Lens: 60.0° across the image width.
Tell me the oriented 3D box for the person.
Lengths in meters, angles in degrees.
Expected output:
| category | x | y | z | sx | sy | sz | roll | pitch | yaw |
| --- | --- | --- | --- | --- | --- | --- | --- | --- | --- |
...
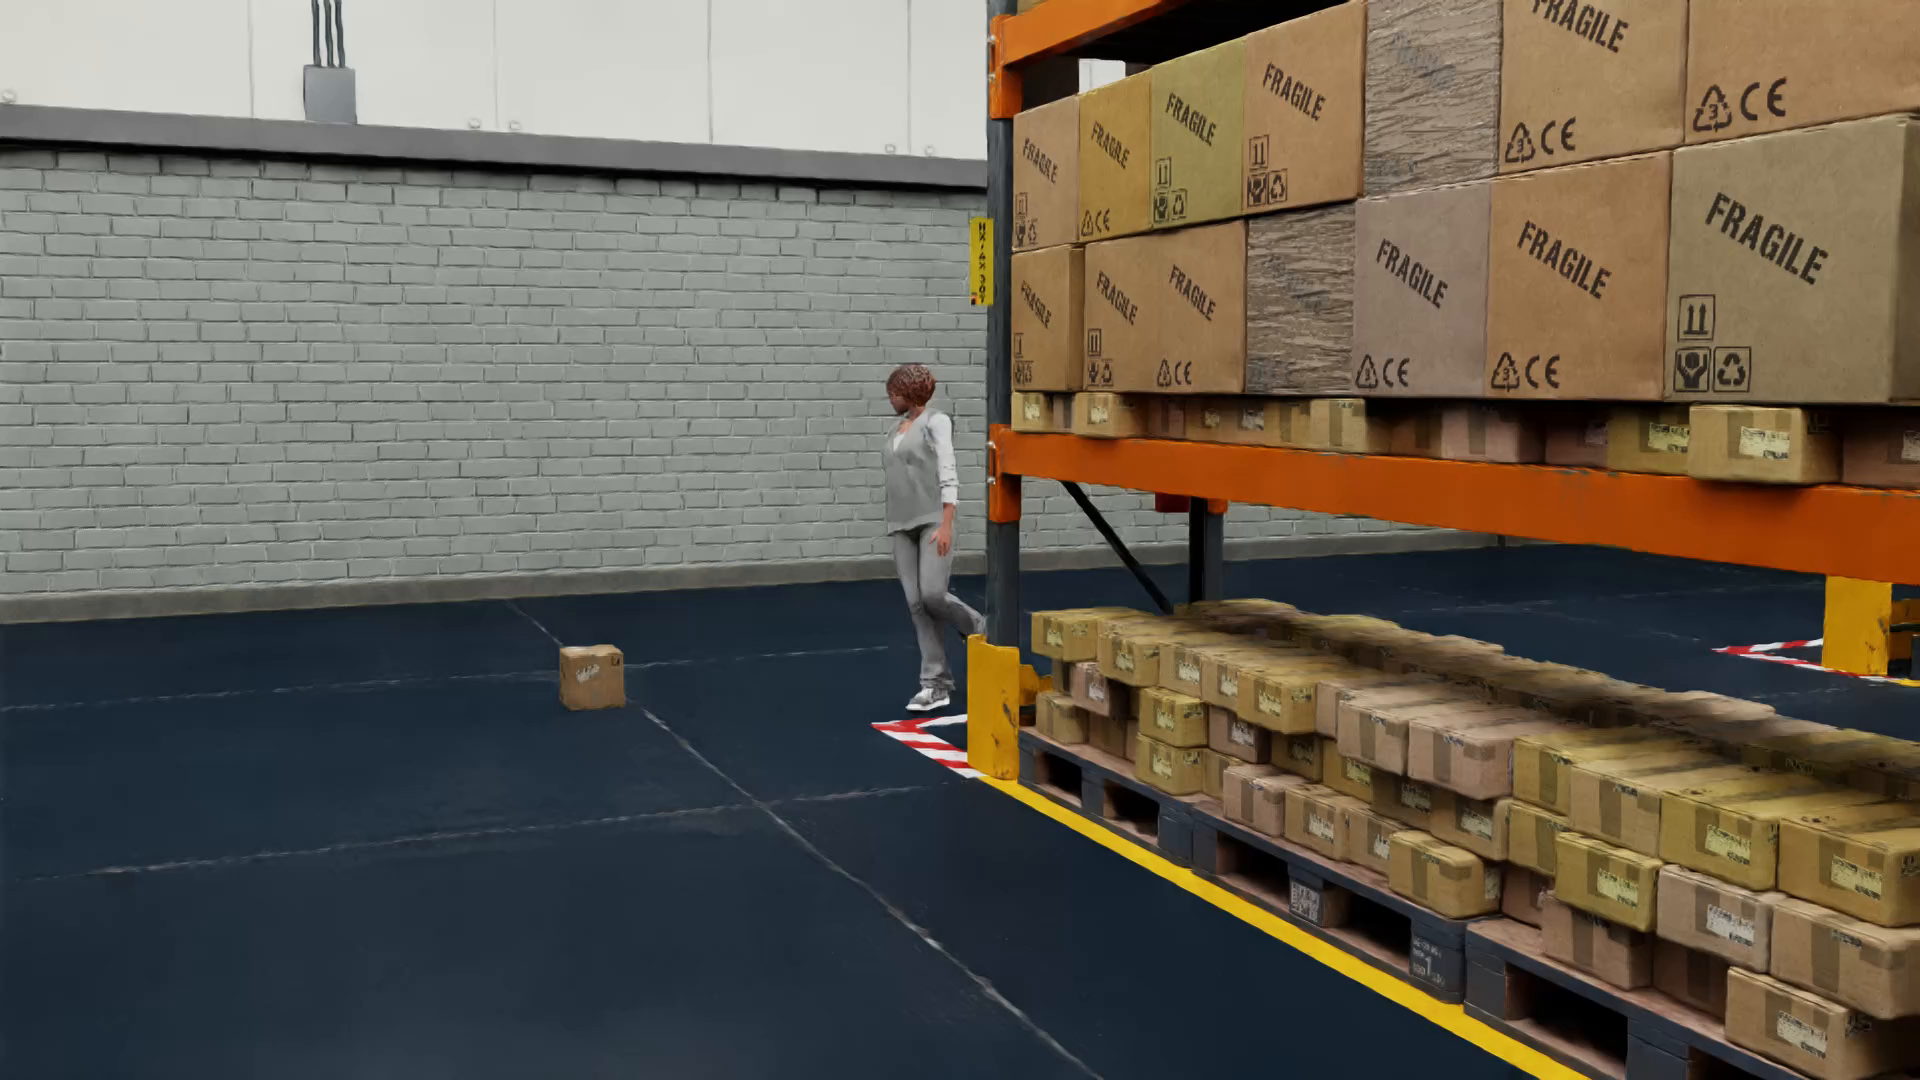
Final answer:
| category | x | y | z | sx | sy | sz | roll | pitch | yaw |
| --- | --- | --- | --- | --- | --- | --- | --- | --- | --- |
| person | -0.150 | -0.031 | 7.650 | 0.480 | 1.567 | 0.560 | 5 | 7 | 41 |
